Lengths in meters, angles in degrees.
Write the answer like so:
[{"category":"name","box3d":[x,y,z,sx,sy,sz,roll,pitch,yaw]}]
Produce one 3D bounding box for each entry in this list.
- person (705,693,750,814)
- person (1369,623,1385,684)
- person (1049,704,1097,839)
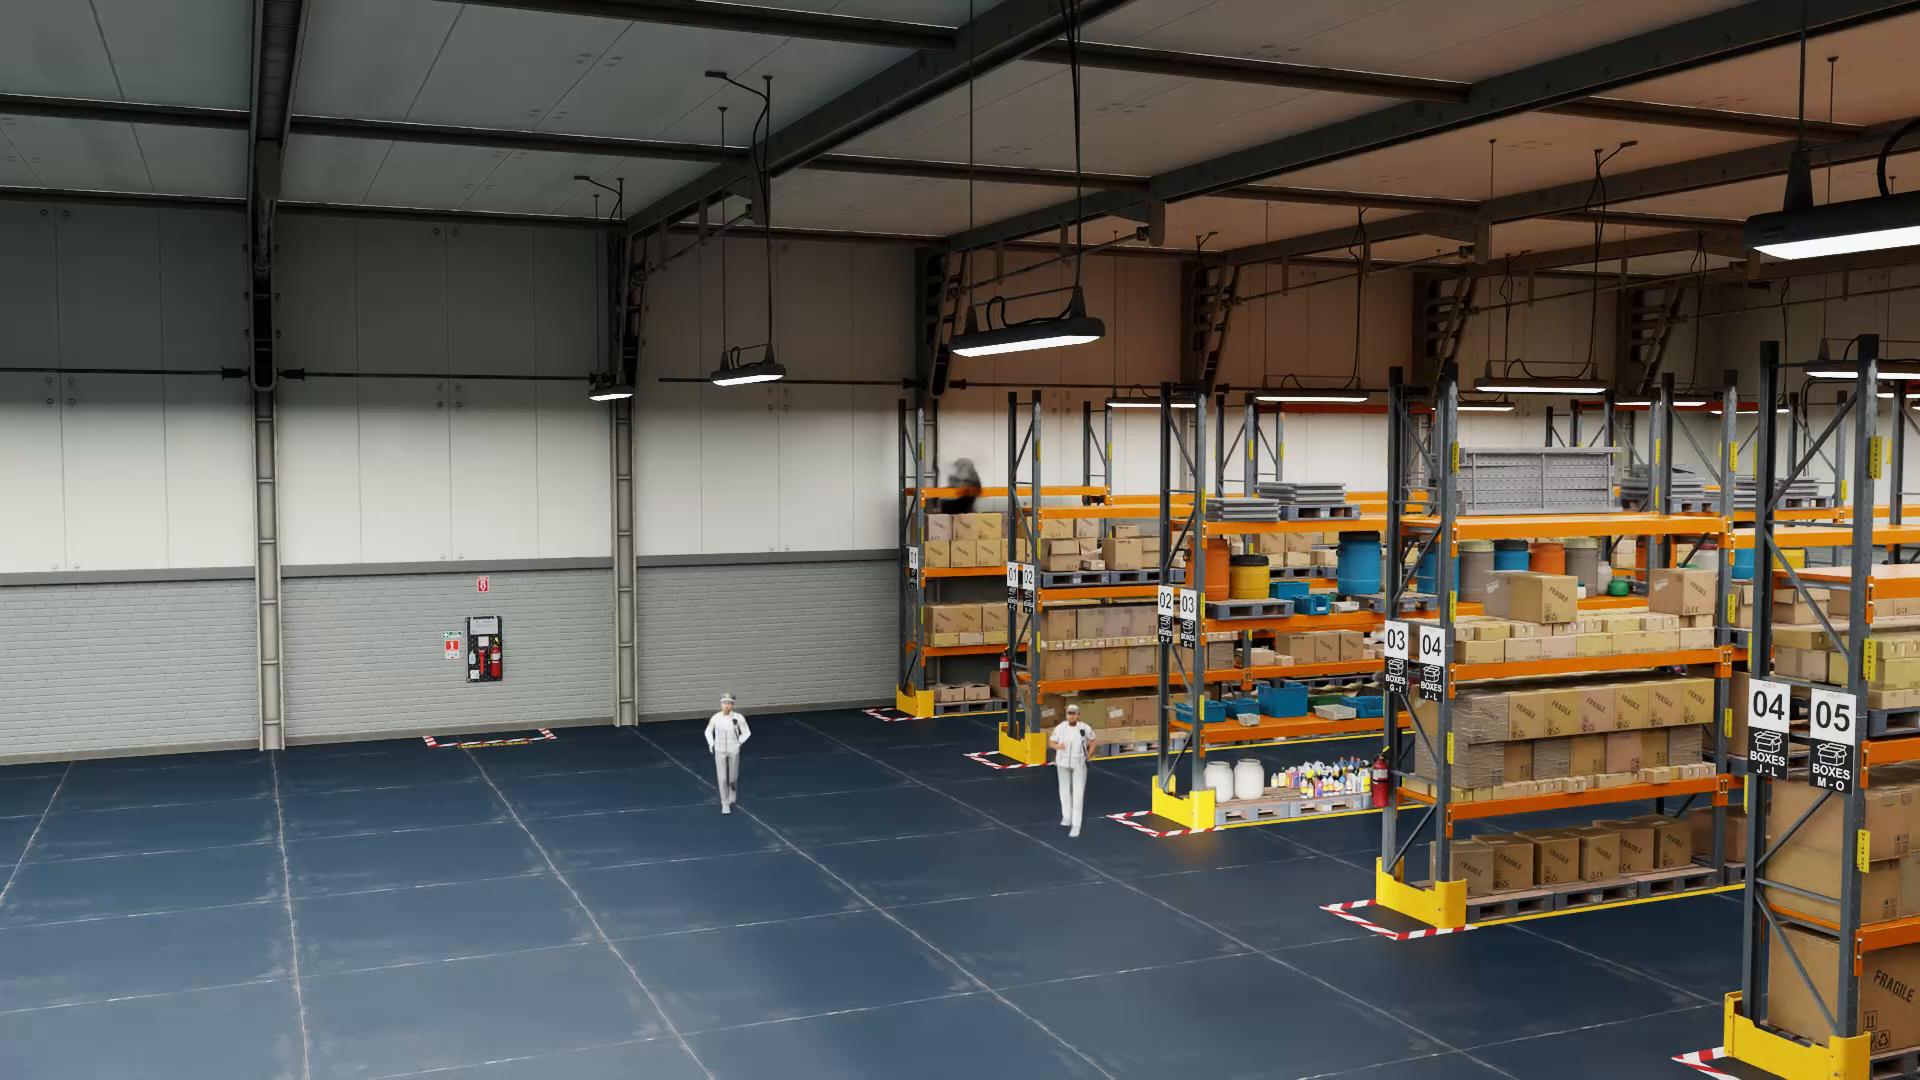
[{"category":"person","box3d":[-3.263,2.965,23.328,0.641,1.664,0.641,0,3,-4]},{"category":"person","box3d":[8.330,2.383,33.045,0.956,1.684,0.566,-2,4,-33]},{"category":"person","box3d":[1.476,3.035,22.058,0.606,1.717,0.748,1,3,15]}]
